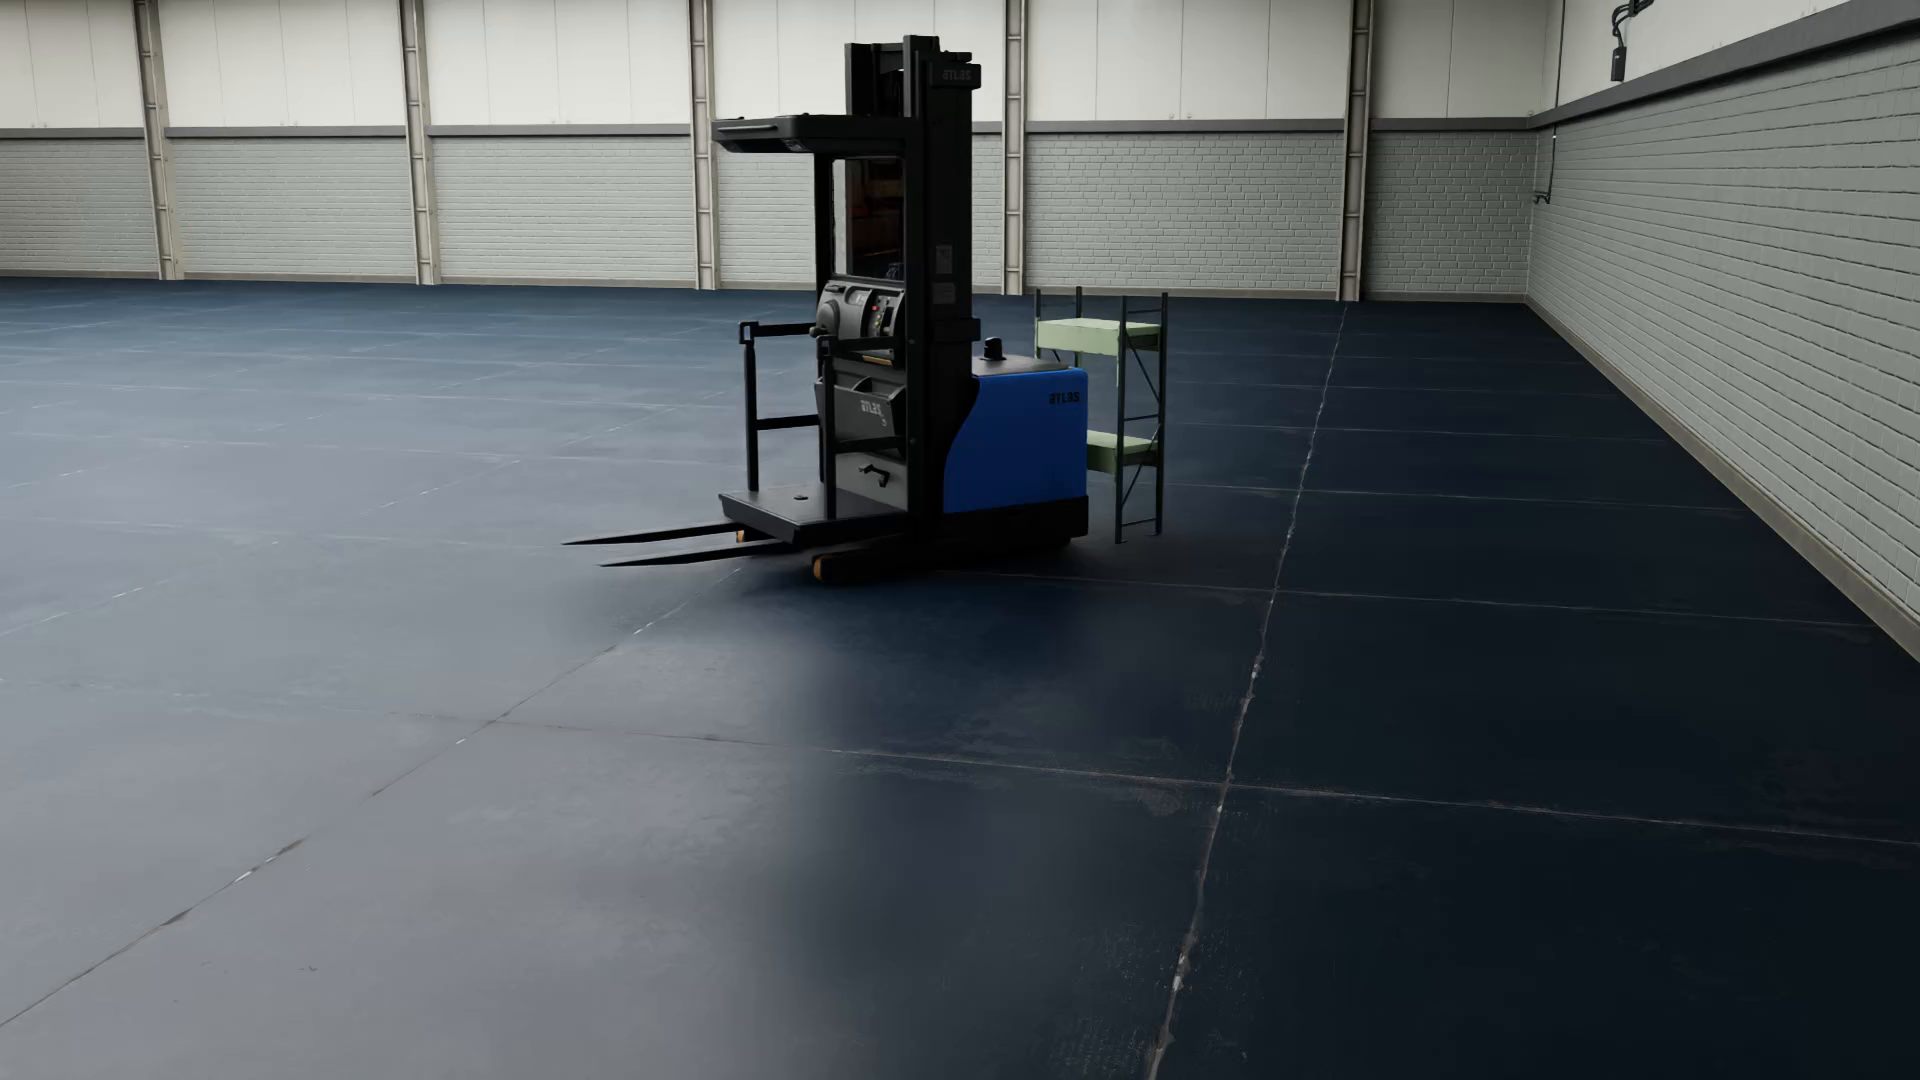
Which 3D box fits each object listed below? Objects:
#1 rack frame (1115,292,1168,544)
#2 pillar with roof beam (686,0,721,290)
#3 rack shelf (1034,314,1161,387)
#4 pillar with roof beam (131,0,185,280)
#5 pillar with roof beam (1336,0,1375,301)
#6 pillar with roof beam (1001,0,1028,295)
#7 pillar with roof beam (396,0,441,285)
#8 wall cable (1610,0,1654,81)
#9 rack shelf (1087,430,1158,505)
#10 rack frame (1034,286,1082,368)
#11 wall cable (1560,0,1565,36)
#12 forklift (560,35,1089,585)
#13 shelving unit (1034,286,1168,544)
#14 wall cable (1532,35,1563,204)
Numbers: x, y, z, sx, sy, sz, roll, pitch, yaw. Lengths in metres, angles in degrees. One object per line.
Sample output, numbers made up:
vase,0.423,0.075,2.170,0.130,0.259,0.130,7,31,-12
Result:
rack frame,1.104,-0.740,10.107,0.400,1.500,0.023,-11,16,-40
pillar with roof beam,-5.873,-8.320,26.956,0.400,9.000,9.100,3,13,14
rack shelf,0.863,-1.181,10.291,0.431,0.370,0.720,-11,16,-40
pillar with roof beam,-17.523,-8.942,29.763,0.400,9.000,9.100,3,13,14
pillar with roof beam,5.778,-7.697,24.149,0.400,9.000,9.100,3,13,14
pillar with roof beam,-0.047,-8.008,25.553,0.400,9.000,9.100,3,13,14
pillar with roof beam,-11.698,-8.631,28.360,0.400,9.000,9.100,3,13,14
wall cable,7.063,-7.836,16.925,0.169,6.003,2.305,3,13,14
rack shelf,0.863,-0.481,10.446,0.431,0.370,0.720,-11,16,-40
rack frame,0.621,-0.859,10.644,0.400,1.500,0.023,-11,16,-40
wall cable,8.704,-8.552,23.513,0.112,2.526,3.097,3,13,14
forklift,-0.746,-1.316,9.399,3.031,2.935,1.130,-8,15,-31
shelving unit,0.863,-0.800,10.376,0.431,1.500,0.755,-11,16,-40
wall cable,9.353,-6.655,26.624,0.112,2.526,3.097,3,13,14
